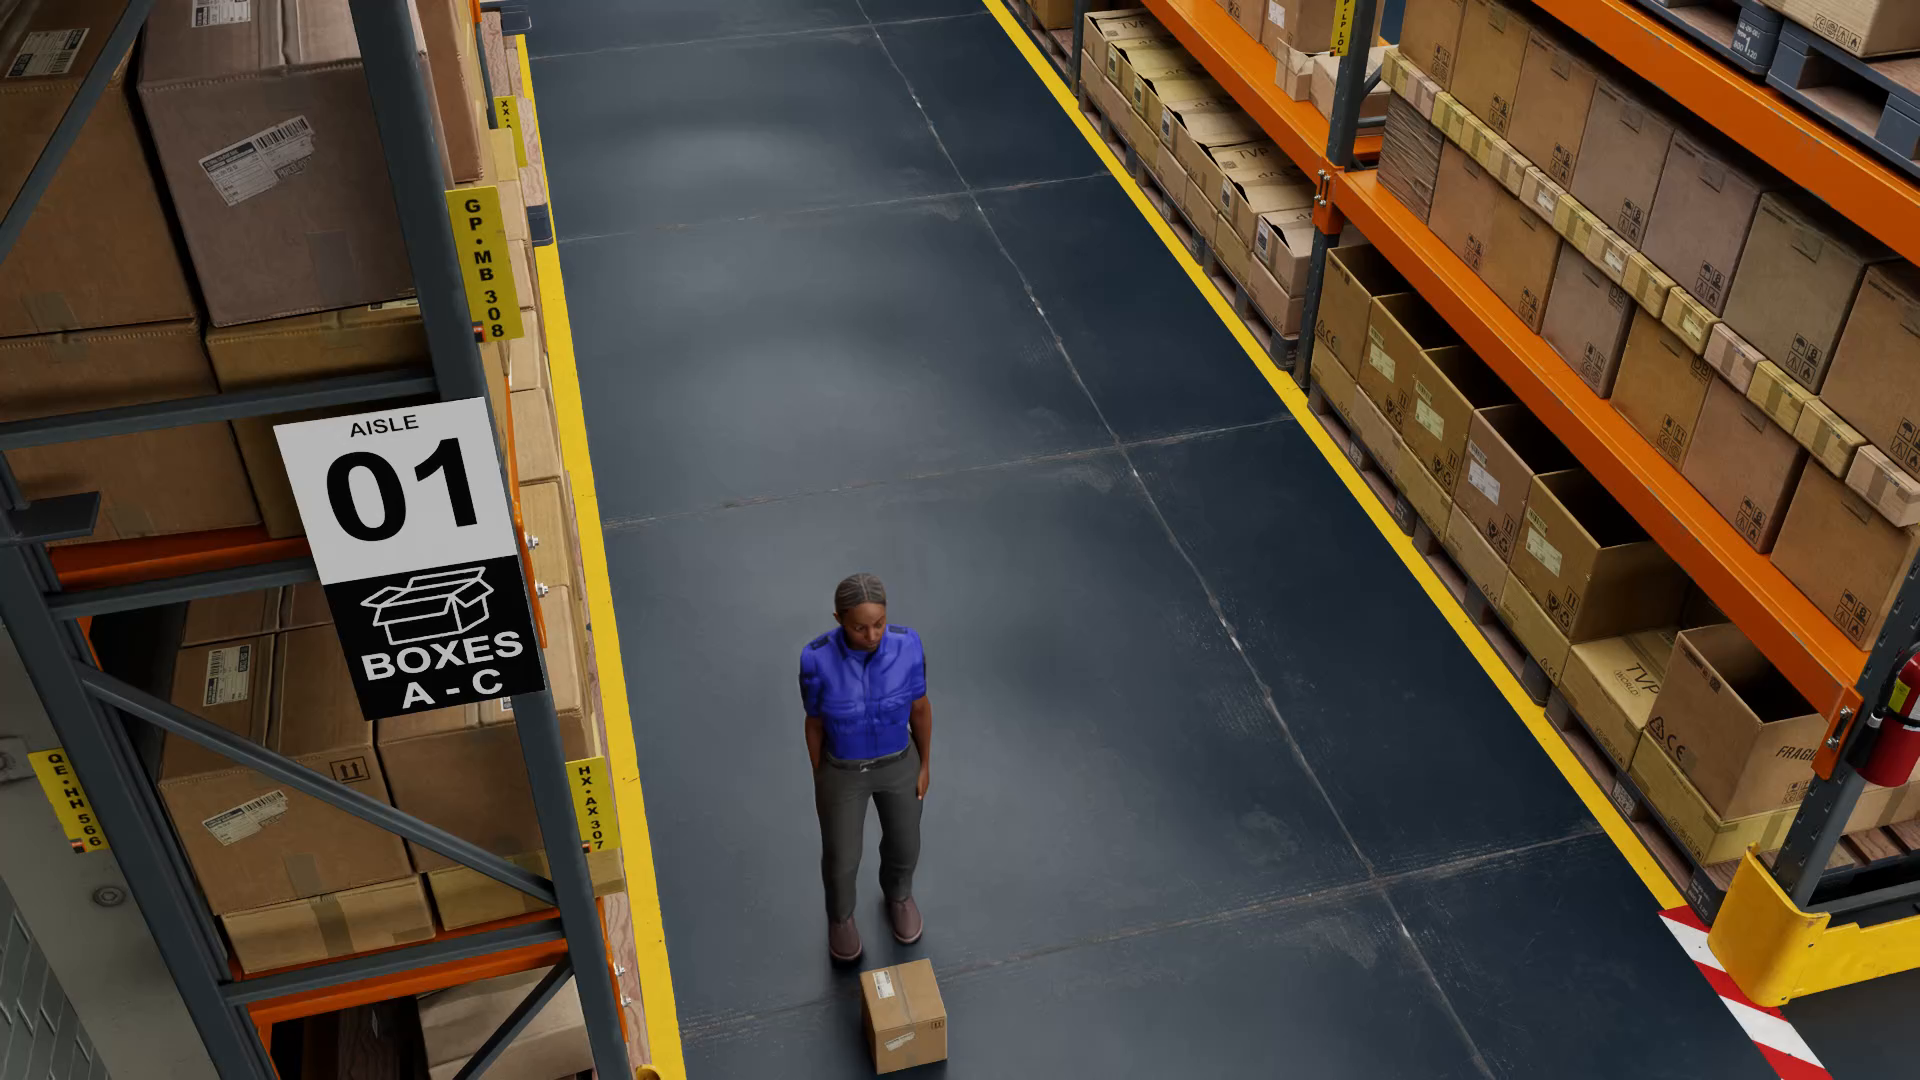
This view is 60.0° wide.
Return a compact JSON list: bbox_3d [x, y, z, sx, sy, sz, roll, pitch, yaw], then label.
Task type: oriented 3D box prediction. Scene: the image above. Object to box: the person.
[{"bbox_3d":[-0.303,0.794,5.724,0.437,1.651,0.355,-9,39,-11],"label":"person"}]
